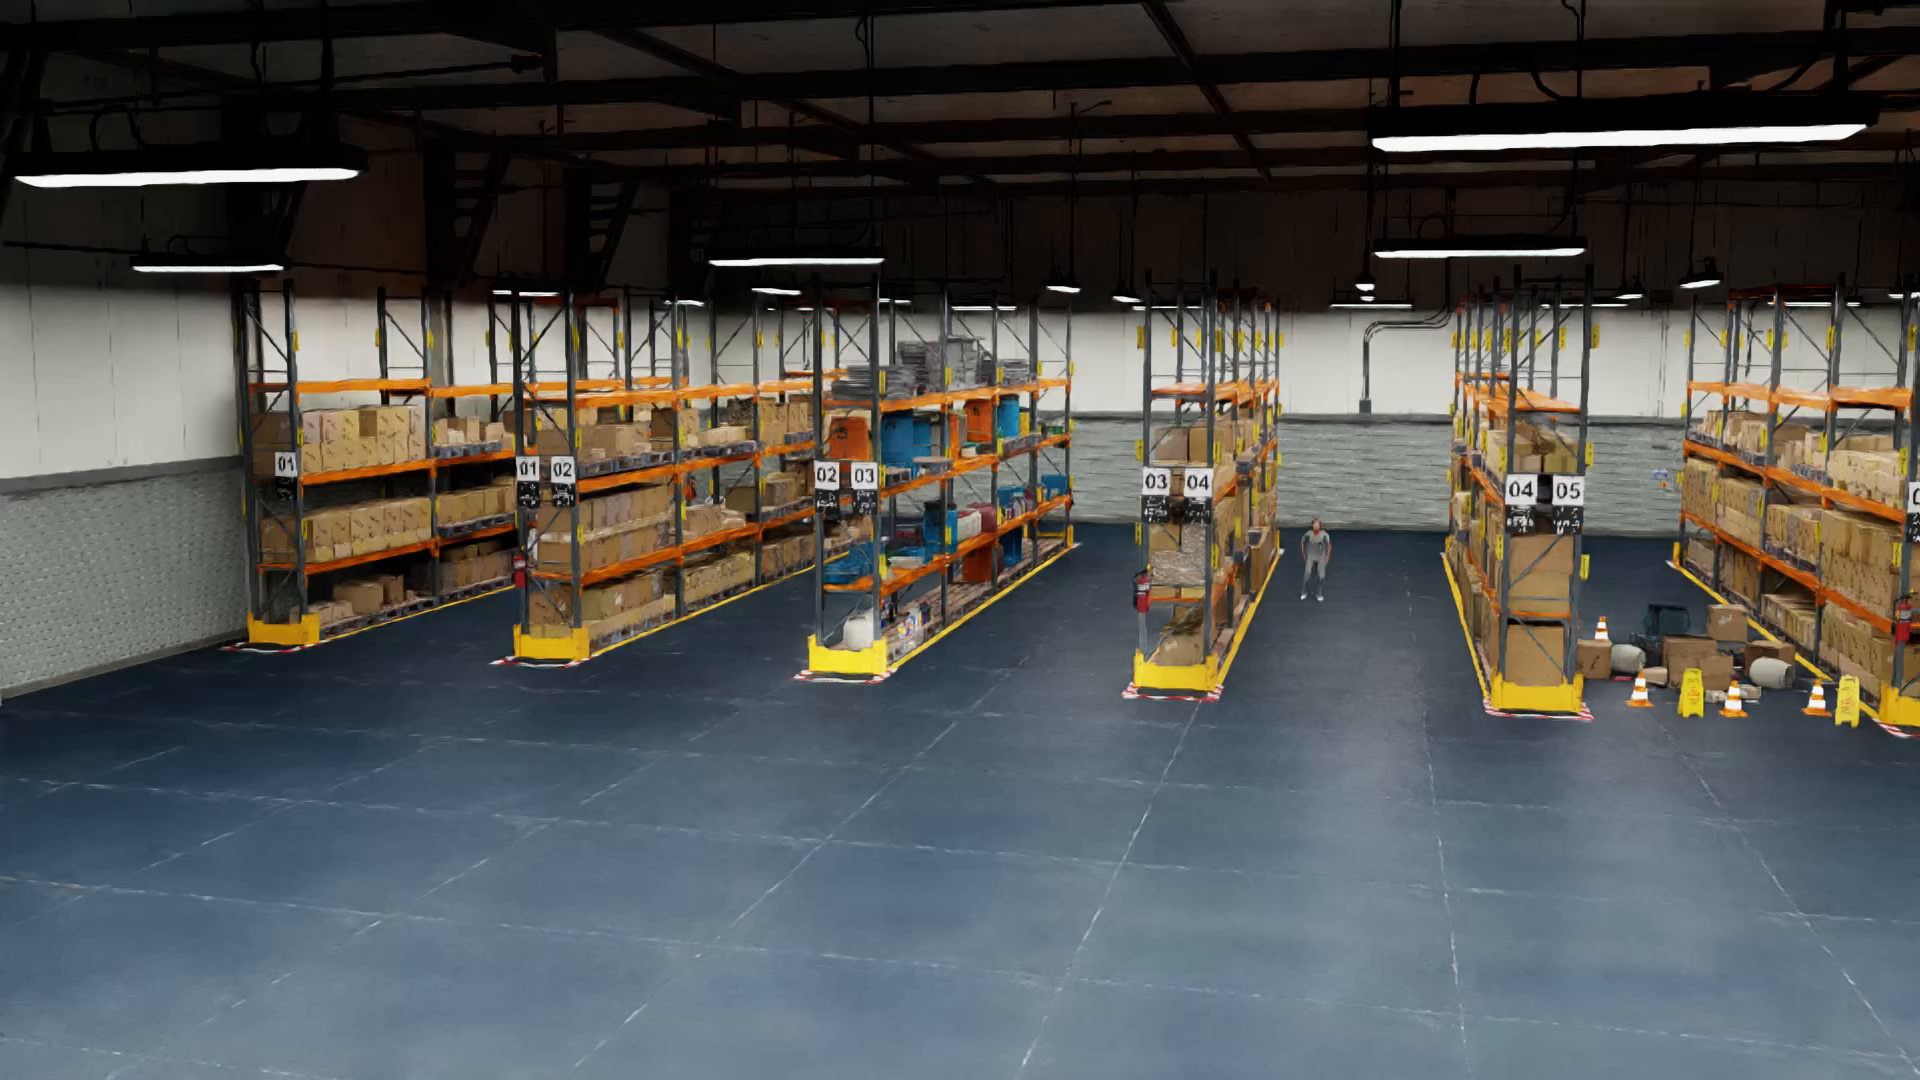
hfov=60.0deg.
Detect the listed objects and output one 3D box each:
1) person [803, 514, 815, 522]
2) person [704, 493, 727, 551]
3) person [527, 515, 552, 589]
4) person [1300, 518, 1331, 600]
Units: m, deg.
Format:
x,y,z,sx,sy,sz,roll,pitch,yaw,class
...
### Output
x,y,z,sx,sy,sz,roll,pitch,yaw,class
-4.001,-1.262,45.433,0.615,1.658,0.620,-3,7,-21,person
-5.746,-0.464,39.047,0.625,1.607,0.575,1,7,11,person
-8.022,0.316,31.953,0.538,1.715,1.029,1,7,5,person
6.861,0.361,32.112,0.580,1.619,0.506,1,7,12,person
